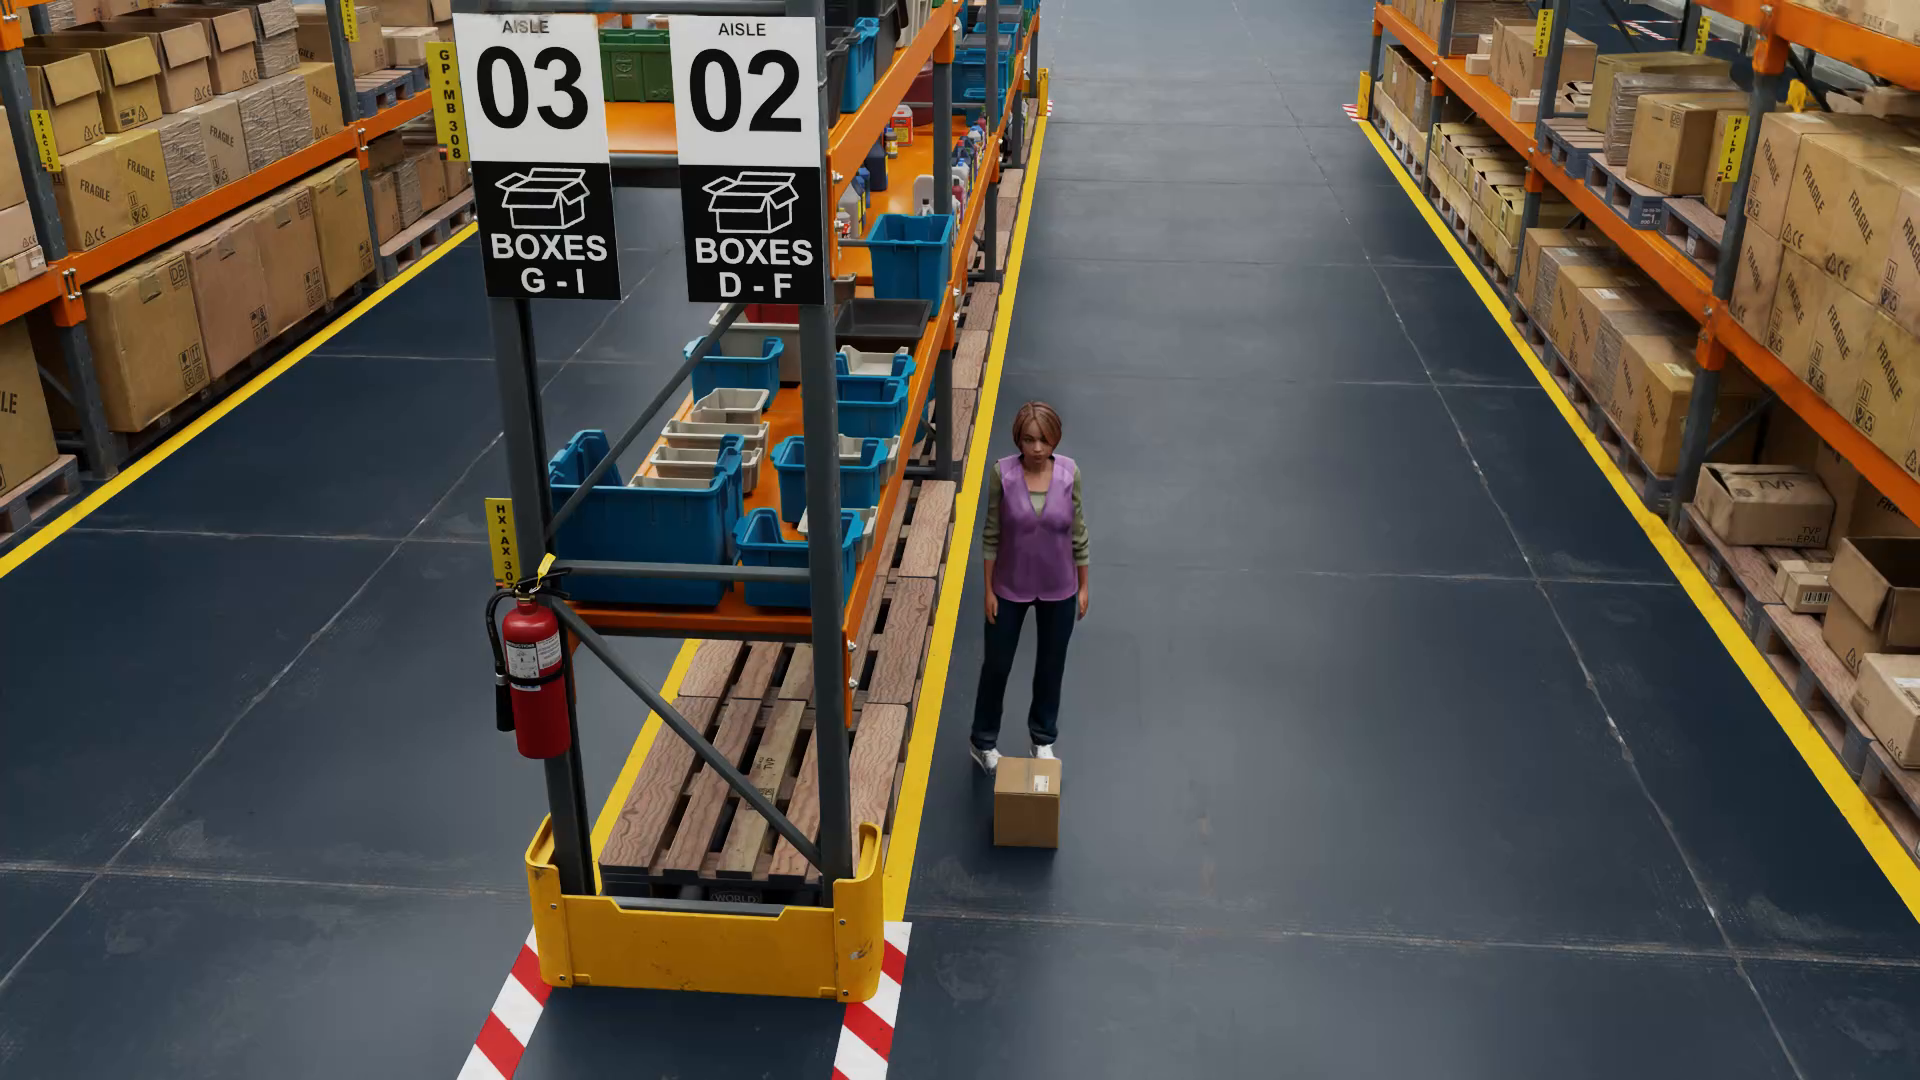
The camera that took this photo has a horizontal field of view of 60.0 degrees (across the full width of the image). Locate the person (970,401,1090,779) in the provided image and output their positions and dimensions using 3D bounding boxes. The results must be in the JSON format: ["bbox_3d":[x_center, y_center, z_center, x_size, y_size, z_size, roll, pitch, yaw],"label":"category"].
[{"bbox_3d":[0.283,0.223,6.645,0.474,1.625,0.336,-1,25,-3],"label":"person"}]
